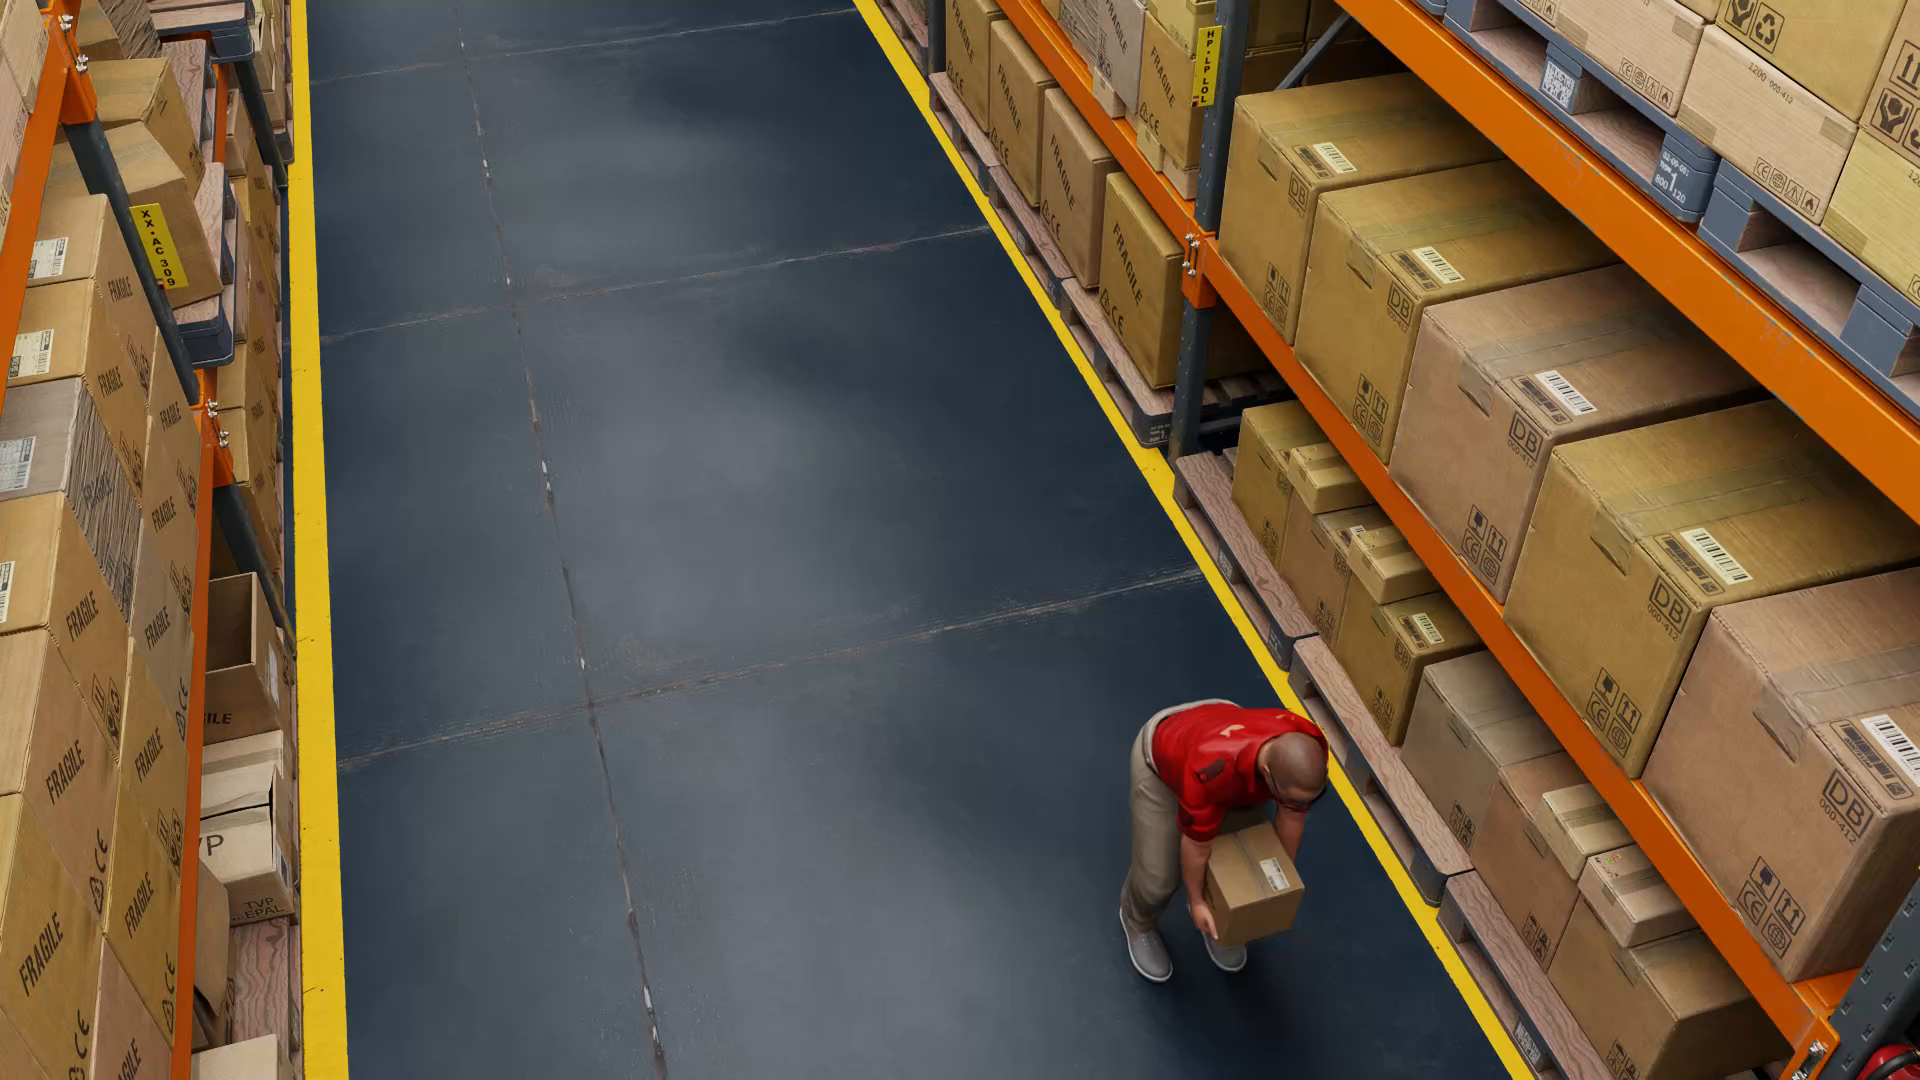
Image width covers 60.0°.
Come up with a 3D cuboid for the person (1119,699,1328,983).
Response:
[{"bbox_3d":[0.843,0.952,5.289,0.488,1.502,0.742,-13,44,-14],"label":"person"}]
